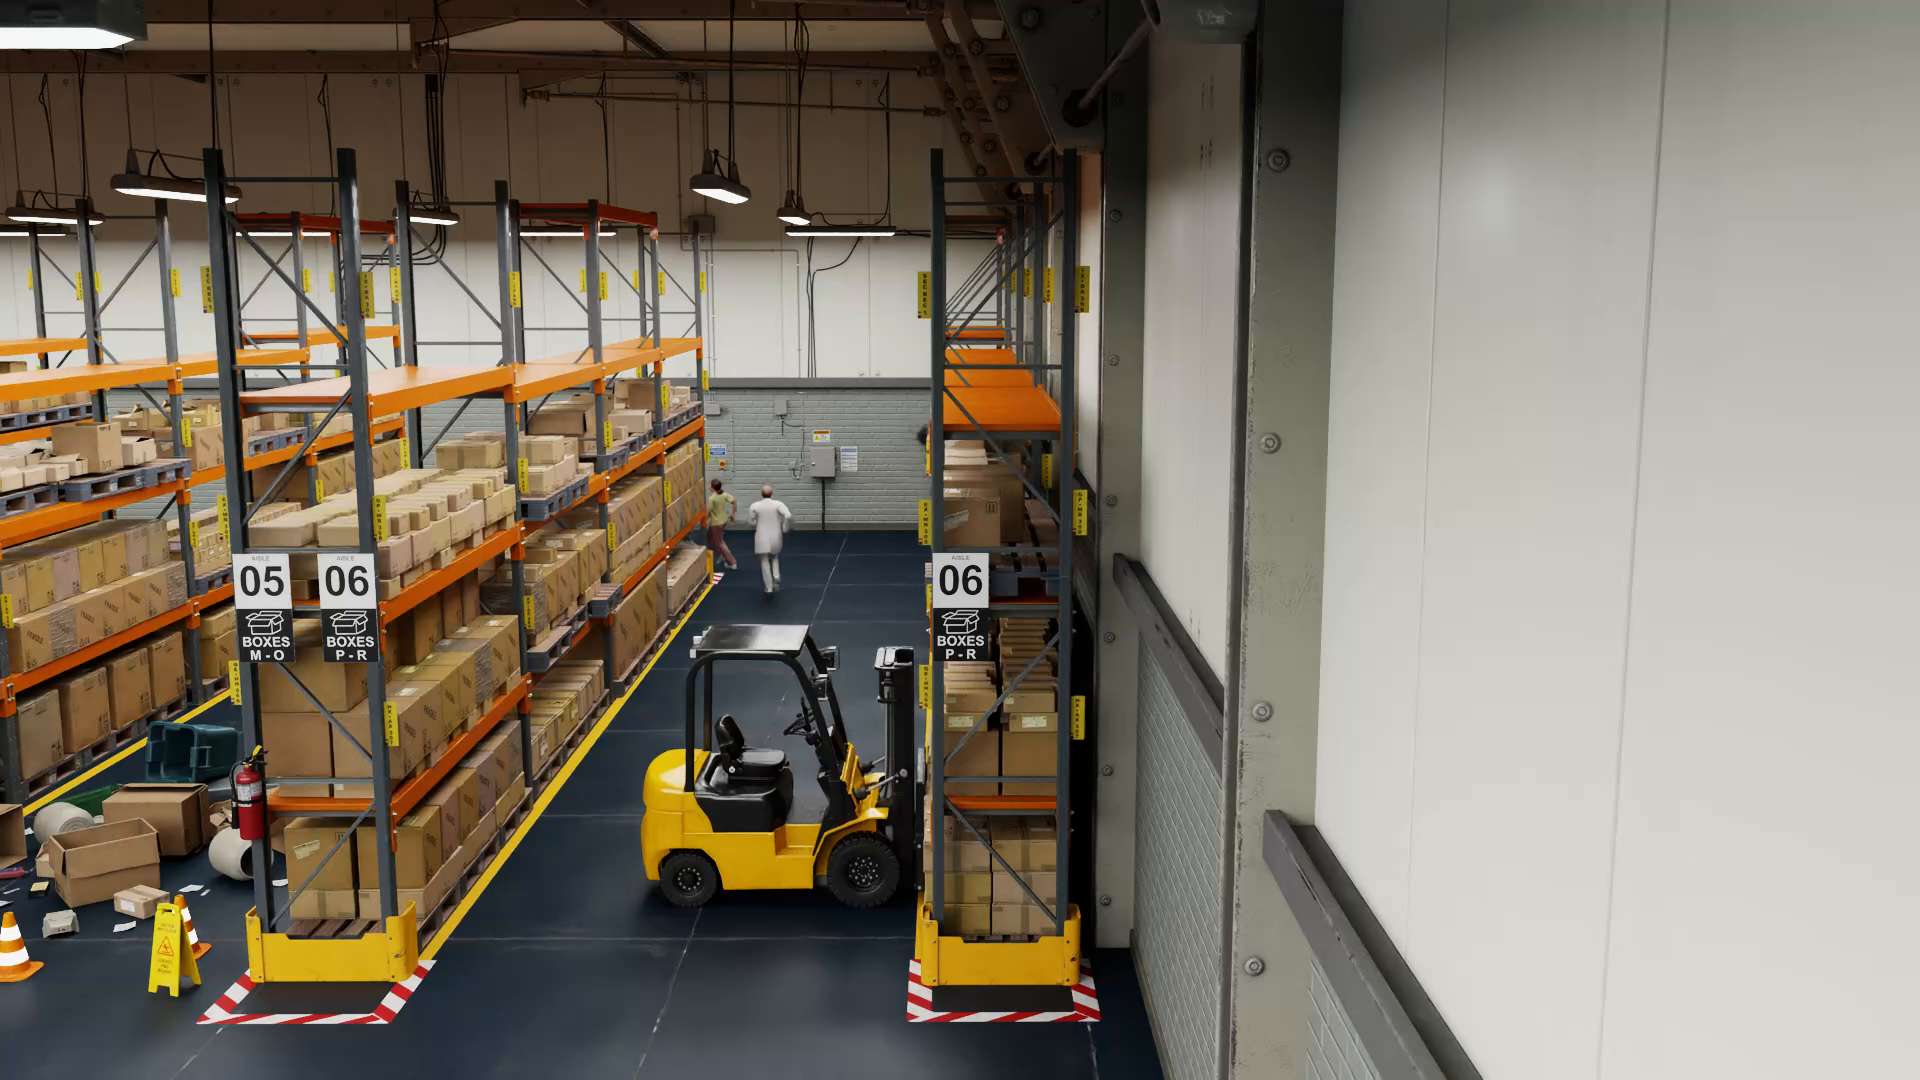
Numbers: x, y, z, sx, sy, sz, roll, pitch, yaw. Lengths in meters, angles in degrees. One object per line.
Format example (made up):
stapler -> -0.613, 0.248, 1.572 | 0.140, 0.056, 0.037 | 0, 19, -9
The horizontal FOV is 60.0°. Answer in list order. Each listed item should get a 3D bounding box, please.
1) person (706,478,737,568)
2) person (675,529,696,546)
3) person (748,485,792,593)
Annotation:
person -> -4.274, -0.289, 29.056 | 0.628, 1.606, 0.582 | 5, 10, 26
person -> -4.932, -0.344, 29.214 | 0.585, 1.696, 0.681 | 3, 9, 15
person -> -3.098, -0.009, 26.963 | 0.675, 1.790, 0.762 | -2, 9, -15
